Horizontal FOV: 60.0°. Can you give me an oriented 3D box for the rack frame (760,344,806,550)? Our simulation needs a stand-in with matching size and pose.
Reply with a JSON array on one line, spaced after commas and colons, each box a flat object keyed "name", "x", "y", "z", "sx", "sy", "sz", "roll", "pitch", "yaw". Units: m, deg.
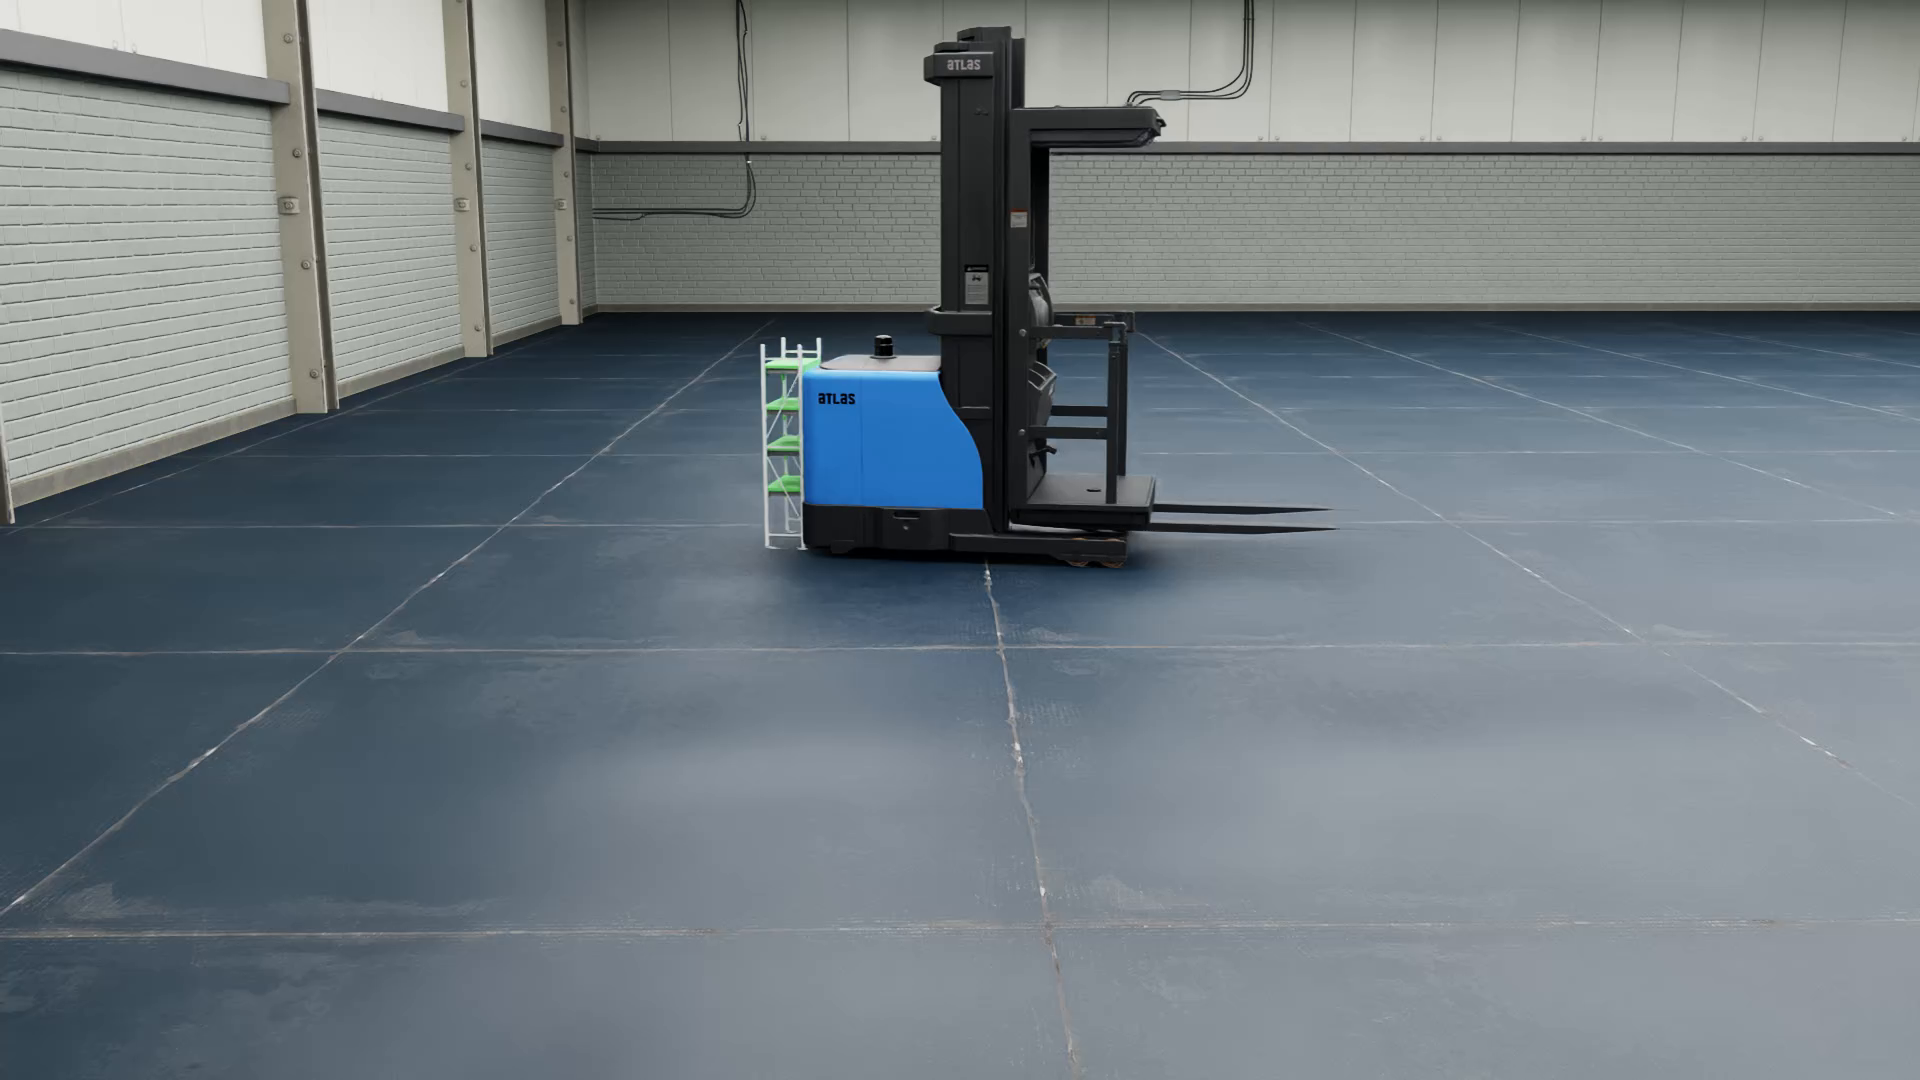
[{"name": "rack frame", "x": -1.029, "y": -0.536, "z": 9.685, "sx": 0.240, "sy": 1.200, "sz": 0.015, "roll": 2, "pitch": 12, "yaw": 8}]

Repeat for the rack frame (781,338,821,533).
[{"name": "rack frame", "x": -0.960, "y": -0.632, "z": 10.158, "sx": 0.240, "sy": 1.200, "sz": 0.015, "roll": 2, "pitch": 12, "yaw": 8}]

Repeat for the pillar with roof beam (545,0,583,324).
[{"name": "pillar with roof beam", "x": -2.255, "y": -8.082, "z": 27.262, "sx": 9.100, "sy": 9.000, "sz": 0.400, "roll": 0, "pitch": 11, "yaw": -1}]

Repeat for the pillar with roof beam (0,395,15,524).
[{"name": "pillar with roof beam", "x": -1.883, "y": -4.504, "z": 9.626, "sx": 9.100, "sy": 9.000, "sz": 0.400, "roll": 0, "pitch": 11, "yaw": -1}]

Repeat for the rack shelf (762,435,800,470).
[{"name": "rack shelf", "x": -0.995, "y": -0.522, "z": 9.934, "sx": 0.258, "sy": 0.148, "sz": 0.480, "roll": 2, "pitch": 12, "yaw": 8}]

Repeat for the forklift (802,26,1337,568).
[{"name": "forklift", "x": 0.653, "y": -1.393, "z": 9.555, "sx": 3.031, "sy": 2.935, "sz": 1.130, "roll": 2, "pitch": 12, "yaw": 8}]

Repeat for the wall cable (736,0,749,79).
[{"name": "wall cable", "x": -2.593, "y": -9.620, "z": 29.950, "sx": 3.097, "sy": 2.526, "sz": 0.112, "roll": 0, "pitch": 11, "yaw": -1}]

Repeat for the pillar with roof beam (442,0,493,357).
[{"name": "pillar with roof beam", "x": -2.131, "y": -6.889, "z": 21.383, "sx": 9.100, "sy": 9.000, "sz": 0.400, "roll": 0, "pitch": 11, "yaw": -1}]

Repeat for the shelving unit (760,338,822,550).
[{"name": "shelving unit", "x": -0.995, "y": -0.584, "z": 9.921, "sx": 0.258, "sy": 1.200, "sz": 0.503, "roll": 2, "pitch": 12, "yaw": 8}]

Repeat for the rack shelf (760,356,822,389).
[{"name": "rack shelf", "x": -0.995, "y": -0.992, "z": 9.839, "sx": 0.258, "sy": 0.148, "sz": 0.480, "roll": 2, "pitch": 12, "yaw": 8}]

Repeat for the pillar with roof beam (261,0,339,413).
[{"name": "pillar with roof beam", "x": -2.007, "y": -5.696, "z": 15.504, "sx": 9.100, "sy": 9.000, "sz": 0.400, "roll": 0, "pitch": 11, "yaw": -1}]

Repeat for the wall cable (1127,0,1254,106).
[{"name": "wall cable", "x": 4.194, "y": -10.358, "z": 29.927, "sx": 2.305, "sy": 6.003, "sz": 0.169, "roll": 0, "pitch": 11, "yaw": -1}]

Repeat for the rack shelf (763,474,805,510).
[{"name": "rack shelf", "x": -0.995, "y": -0.286, "z": 9.982, "sx": 0.258, "sy": 0.148, "sz": 0.480, "roll": 2, "pitch": 12, "yaw": 8}]

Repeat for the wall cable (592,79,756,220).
[{"name": "wall cable", "x": -5.298, "y": -7.133, "z": 30.397, "sx": 3.097, "sy": 2.526, "sz": 0.112, "roll": 0, "pitch": 11, "yaw": -1}]

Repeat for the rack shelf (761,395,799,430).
[{"name": "rack shelf", "x": -0.995, "y": -0.757, "z": 9.886, "sx": 0.258, "sy": 0.148, "sz": 0.480, "roll": 2, "pitch": 12, "yaw": 8}]
